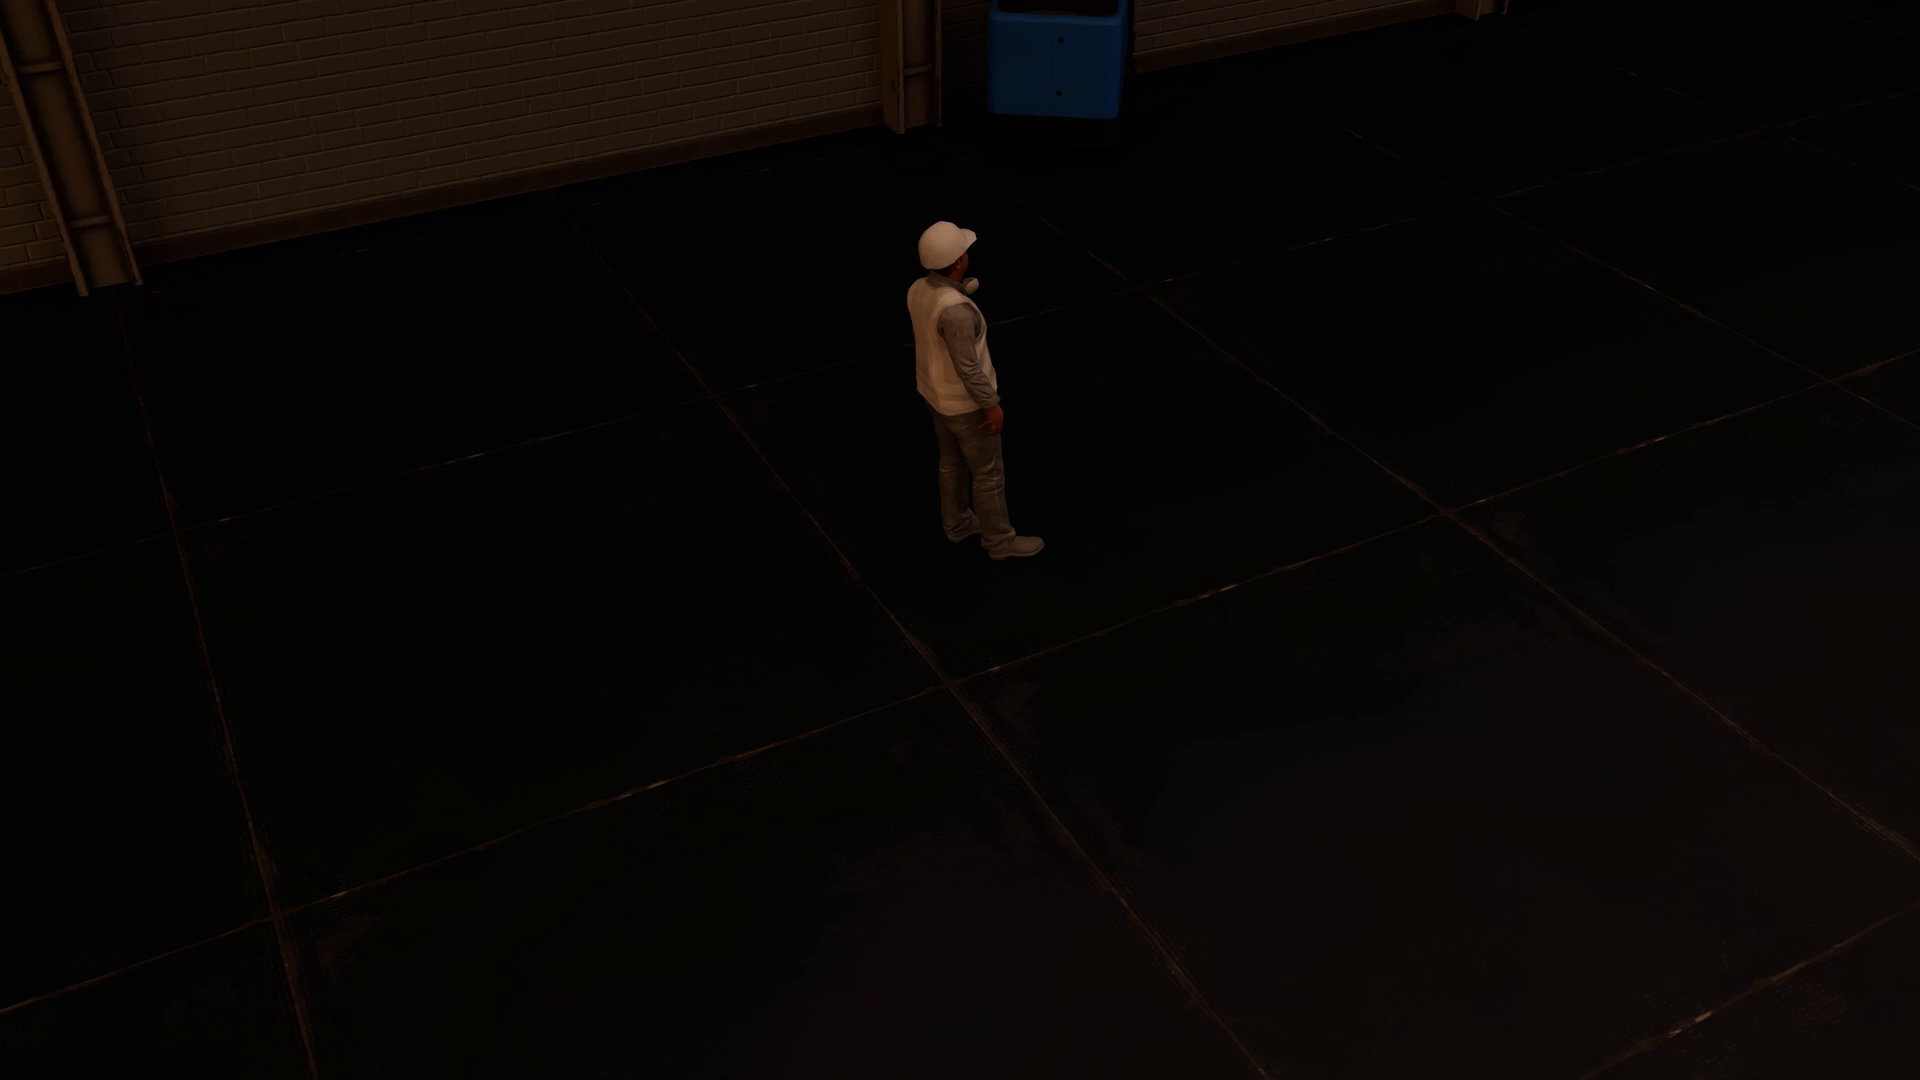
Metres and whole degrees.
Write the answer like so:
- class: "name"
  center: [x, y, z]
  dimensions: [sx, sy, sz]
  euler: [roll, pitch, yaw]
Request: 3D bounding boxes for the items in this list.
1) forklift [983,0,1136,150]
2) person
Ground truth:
- class: "forklift"
  center: [0.899, -5.033, 13.243]
  dimensions: [1.130, 2.935, 3.031]
  euler: [5, 36, 6]
- class: "person"
  center: [0.058, -0.743, 8.164]
  dimensions: [0.568, 1.773, 0.632]
  euler: [-17, 39, -23]
